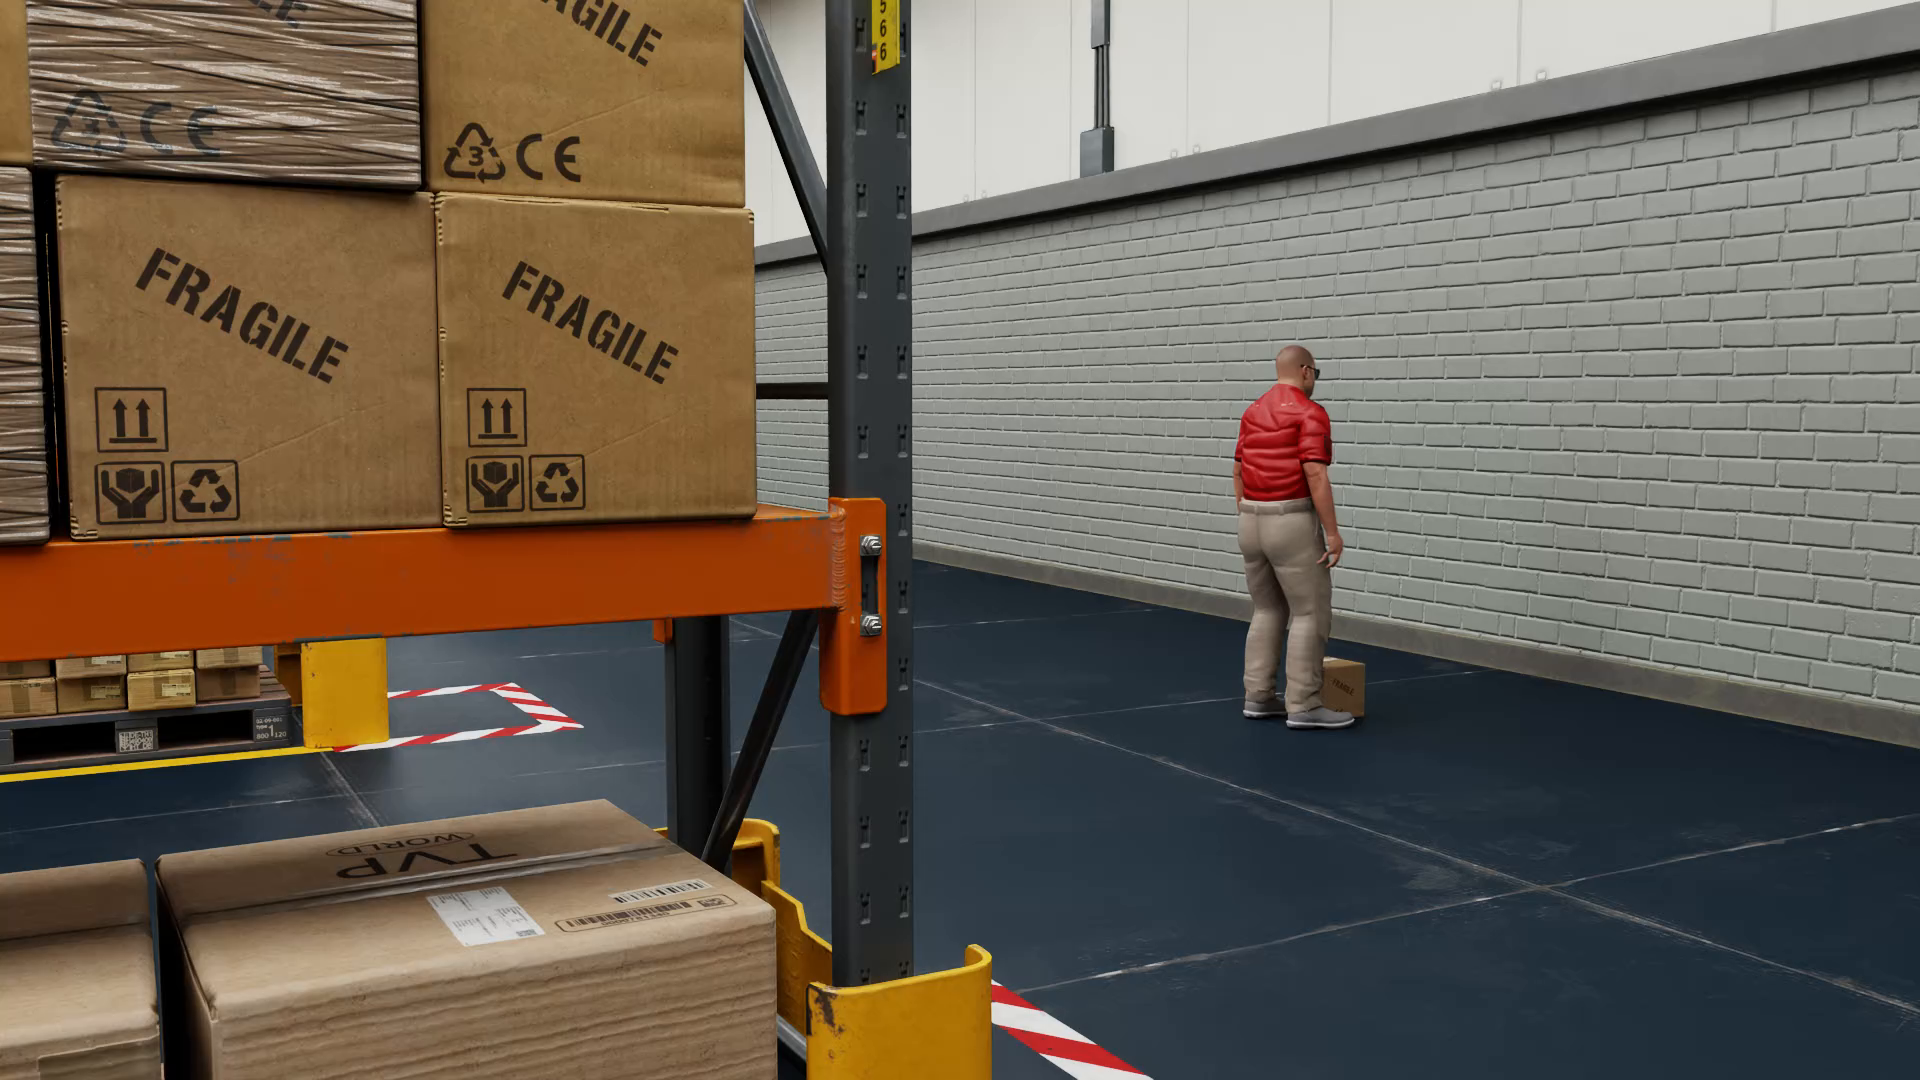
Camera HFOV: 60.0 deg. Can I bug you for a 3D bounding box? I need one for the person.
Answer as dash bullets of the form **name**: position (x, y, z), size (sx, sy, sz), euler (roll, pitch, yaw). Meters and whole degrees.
- **person**: position (1.501, -0.027, 7.631), size (0.385, 1.728, 0.605), euler (-3, 6, -31)
